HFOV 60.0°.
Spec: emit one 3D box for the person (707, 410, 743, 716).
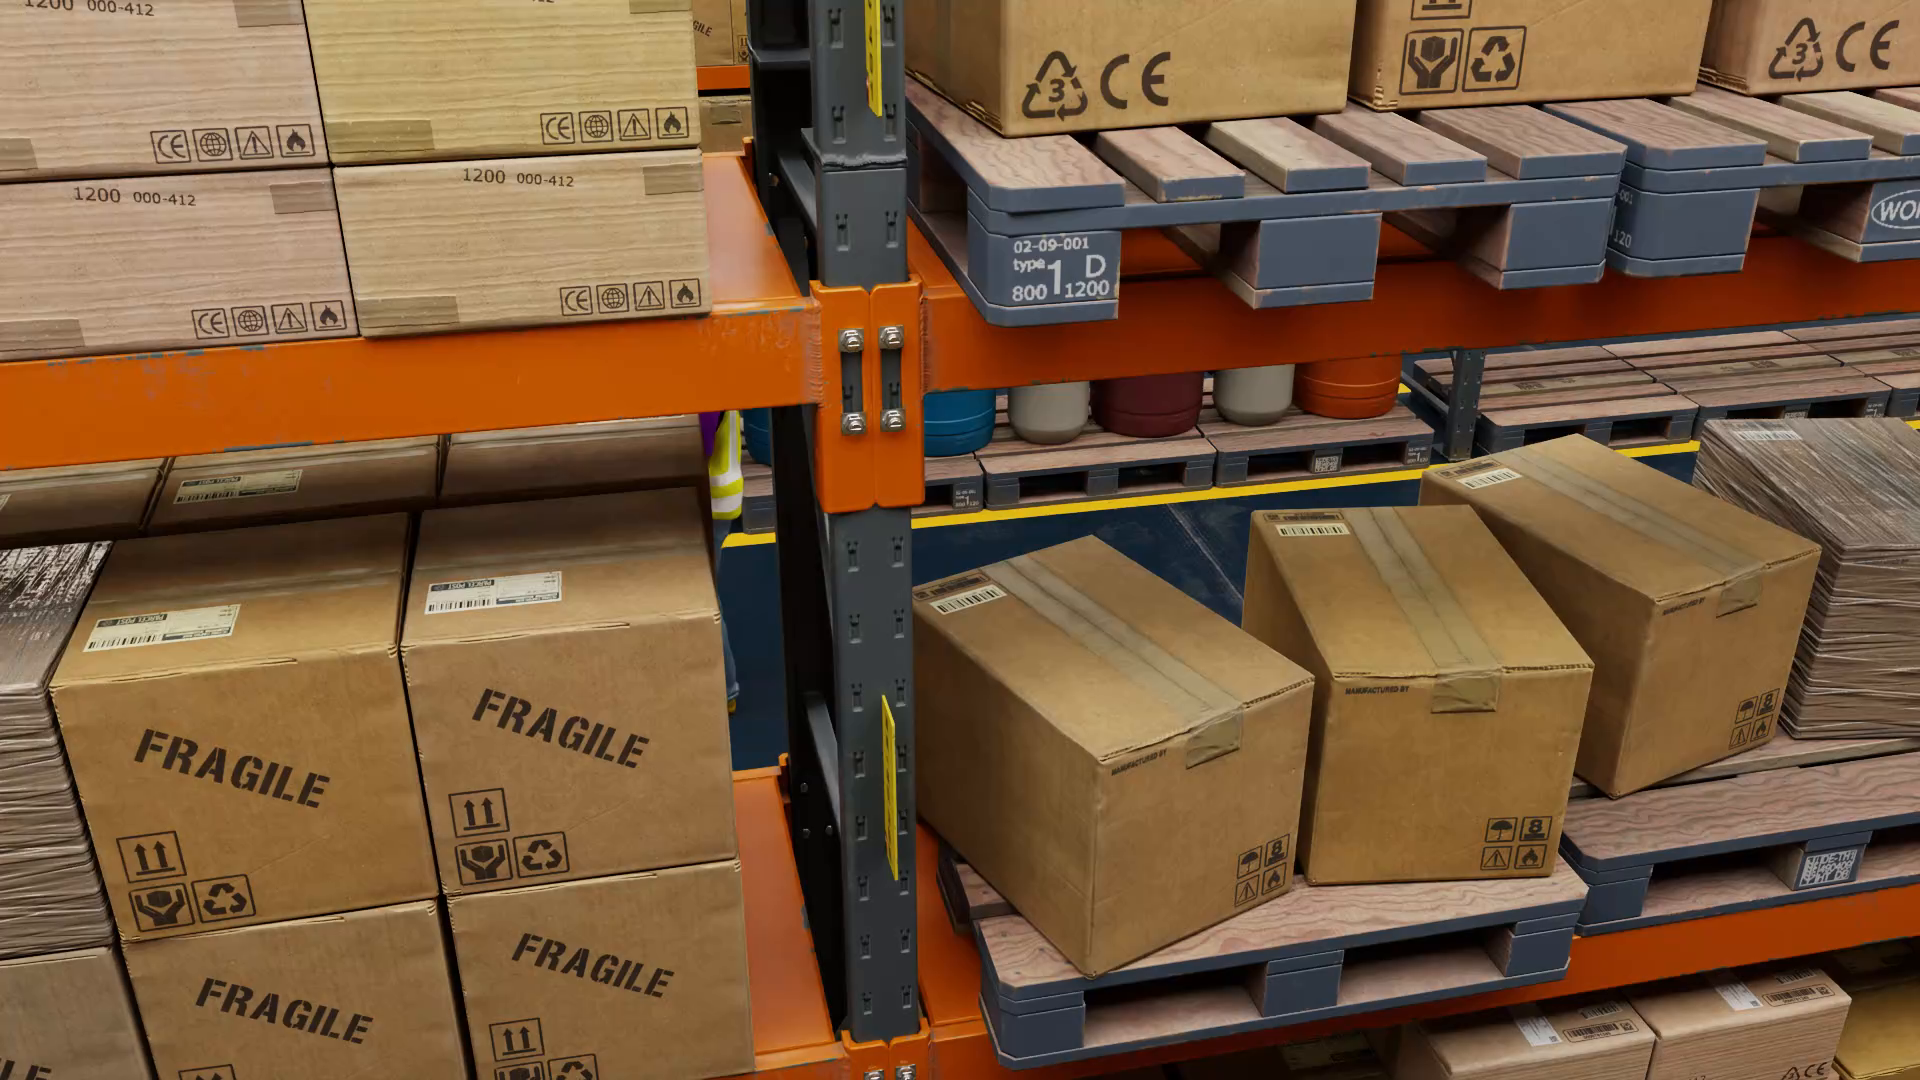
[{"bbox_3d":[-6.812,-7.999,13.990,6.709,9.002,23.367,-6,27,-12],"label":"person"}]
